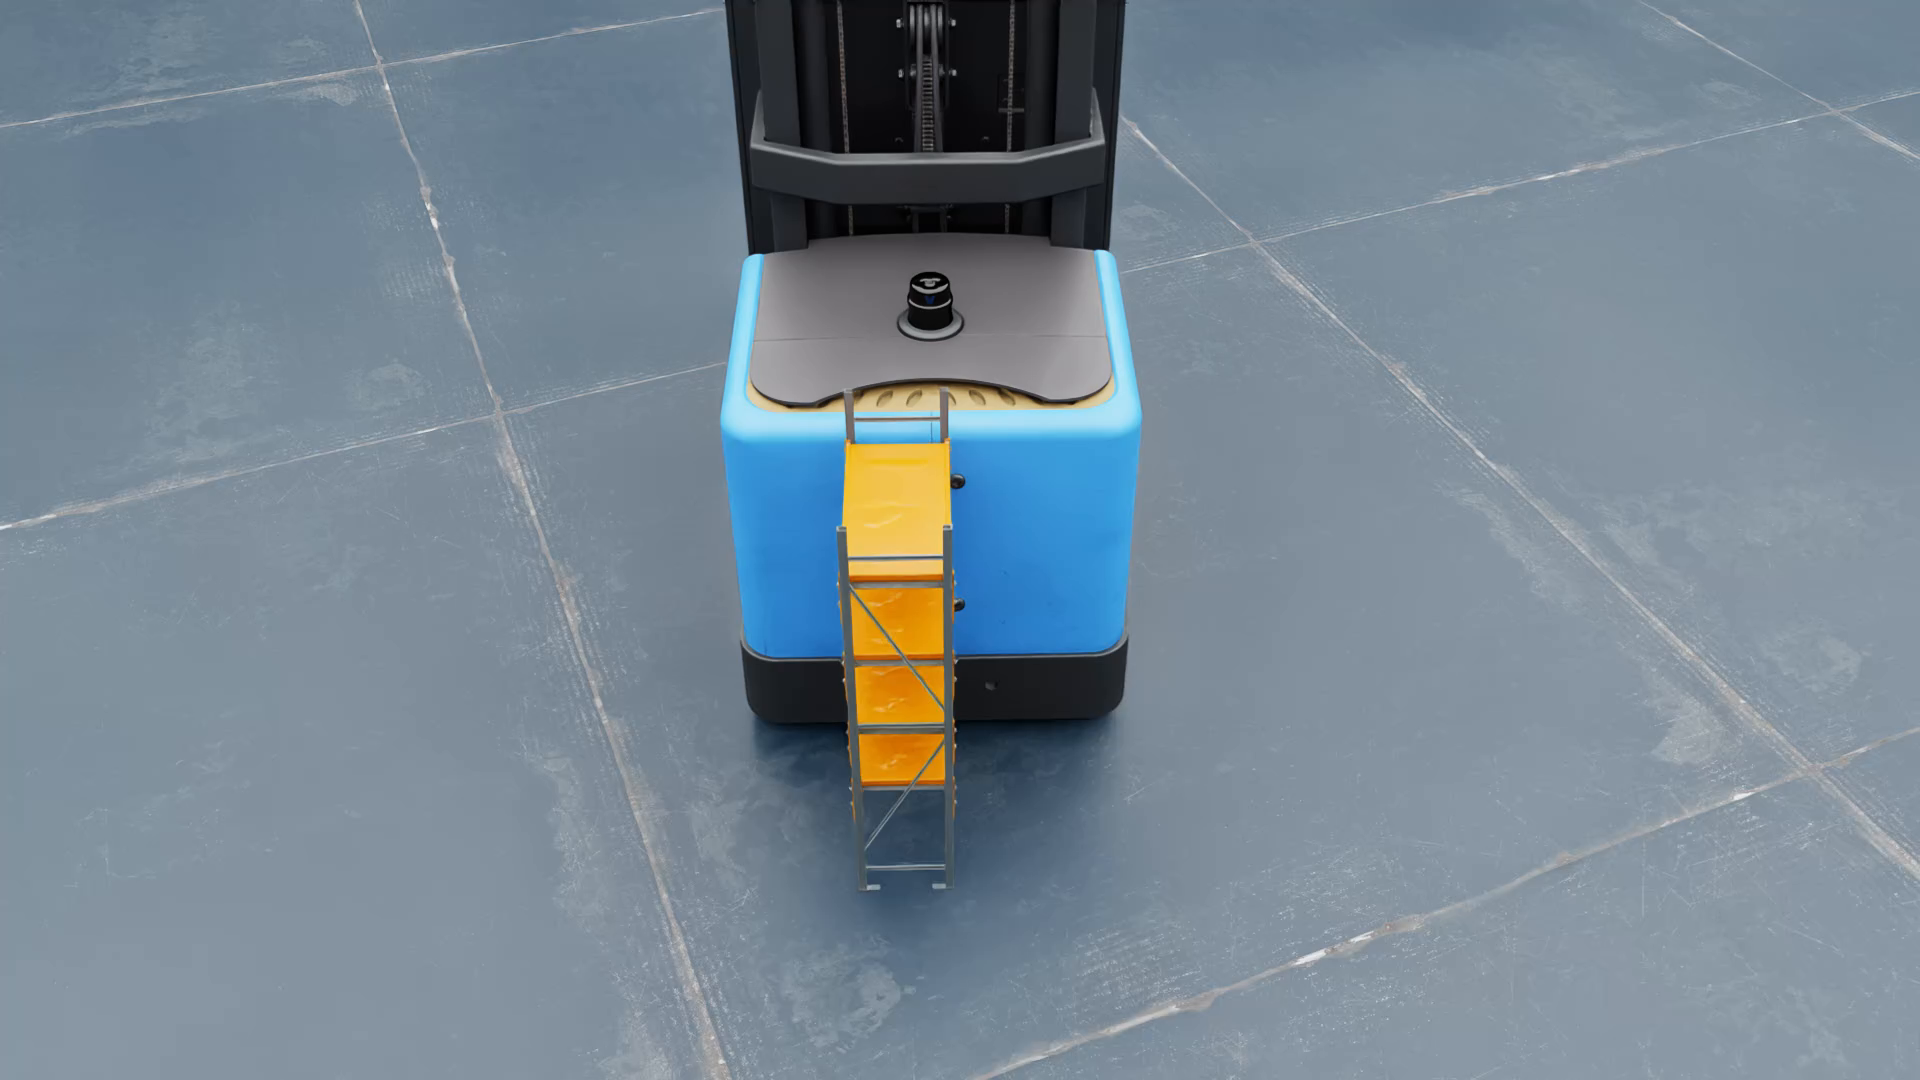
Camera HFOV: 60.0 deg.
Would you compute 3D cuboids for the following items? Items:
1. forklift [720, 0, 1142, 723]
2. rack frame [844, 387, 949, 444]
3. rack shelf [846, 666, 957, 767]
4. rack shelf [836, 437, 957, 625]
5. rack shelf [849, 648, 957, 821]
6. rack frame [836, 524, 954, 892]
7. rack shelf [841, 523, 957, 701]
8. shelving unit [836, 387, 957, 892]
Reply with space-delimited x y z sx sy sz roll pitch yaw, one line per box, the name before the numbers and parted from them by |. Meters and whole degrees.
forklift | -0.099 -1.547 4.802 1.130 2.935 3.031 -1 41 -1
rack frame | -0.146 0.111 4.200 0.240 1.200 0.015 -1 41 -1
rack shelf | -0.141 0.321 4.059 0.258 0.148 0.480 -1 41 -1
rack shelf | -0.141 -0.028 3.759 0.258 0.148 0.480 -1 41 -1
rack shelf | -0.141 0.472 4.189 0.258 0.148 0.480 -1 41 -1
rack frame | -0.136 0.429 3.830 0.240 1.200 0.015 -1 41 -1
rack shelf | -0.141 0.152 3.913 0.258 0.148 0.480 -1 41 -1
shelving unit | -0.141 0.270 4.015 0.258 1.200 0.503 -1 41 -1
